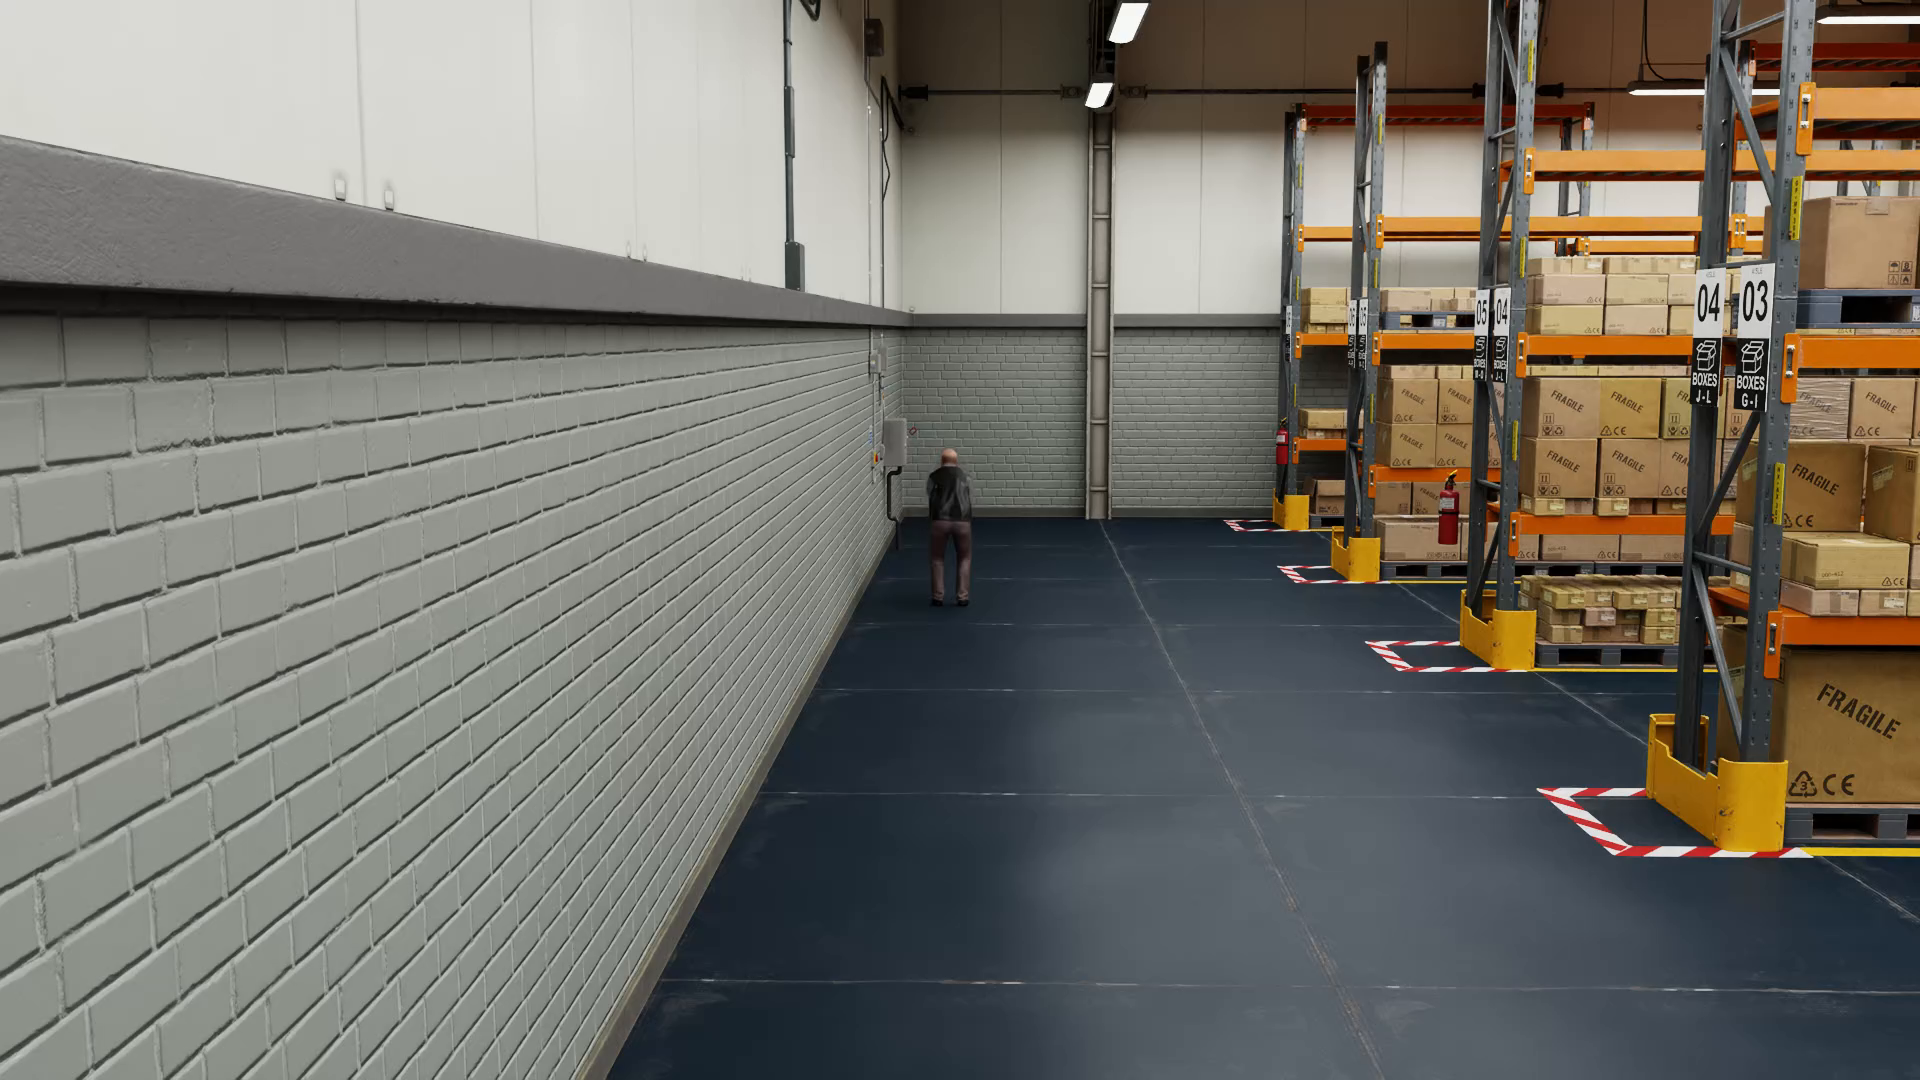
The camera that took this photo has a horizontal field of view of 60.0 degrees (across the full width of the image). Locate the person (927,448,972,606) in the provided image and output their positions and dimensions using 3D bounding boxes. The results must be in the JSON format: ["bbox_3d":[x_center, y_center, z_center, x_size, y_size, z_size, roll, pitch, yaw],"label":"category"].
[{"bbox_3d":[-0.113,-0.135,17.392,0.473,1.616,0.644,0,7,0],"label":"person"}]
